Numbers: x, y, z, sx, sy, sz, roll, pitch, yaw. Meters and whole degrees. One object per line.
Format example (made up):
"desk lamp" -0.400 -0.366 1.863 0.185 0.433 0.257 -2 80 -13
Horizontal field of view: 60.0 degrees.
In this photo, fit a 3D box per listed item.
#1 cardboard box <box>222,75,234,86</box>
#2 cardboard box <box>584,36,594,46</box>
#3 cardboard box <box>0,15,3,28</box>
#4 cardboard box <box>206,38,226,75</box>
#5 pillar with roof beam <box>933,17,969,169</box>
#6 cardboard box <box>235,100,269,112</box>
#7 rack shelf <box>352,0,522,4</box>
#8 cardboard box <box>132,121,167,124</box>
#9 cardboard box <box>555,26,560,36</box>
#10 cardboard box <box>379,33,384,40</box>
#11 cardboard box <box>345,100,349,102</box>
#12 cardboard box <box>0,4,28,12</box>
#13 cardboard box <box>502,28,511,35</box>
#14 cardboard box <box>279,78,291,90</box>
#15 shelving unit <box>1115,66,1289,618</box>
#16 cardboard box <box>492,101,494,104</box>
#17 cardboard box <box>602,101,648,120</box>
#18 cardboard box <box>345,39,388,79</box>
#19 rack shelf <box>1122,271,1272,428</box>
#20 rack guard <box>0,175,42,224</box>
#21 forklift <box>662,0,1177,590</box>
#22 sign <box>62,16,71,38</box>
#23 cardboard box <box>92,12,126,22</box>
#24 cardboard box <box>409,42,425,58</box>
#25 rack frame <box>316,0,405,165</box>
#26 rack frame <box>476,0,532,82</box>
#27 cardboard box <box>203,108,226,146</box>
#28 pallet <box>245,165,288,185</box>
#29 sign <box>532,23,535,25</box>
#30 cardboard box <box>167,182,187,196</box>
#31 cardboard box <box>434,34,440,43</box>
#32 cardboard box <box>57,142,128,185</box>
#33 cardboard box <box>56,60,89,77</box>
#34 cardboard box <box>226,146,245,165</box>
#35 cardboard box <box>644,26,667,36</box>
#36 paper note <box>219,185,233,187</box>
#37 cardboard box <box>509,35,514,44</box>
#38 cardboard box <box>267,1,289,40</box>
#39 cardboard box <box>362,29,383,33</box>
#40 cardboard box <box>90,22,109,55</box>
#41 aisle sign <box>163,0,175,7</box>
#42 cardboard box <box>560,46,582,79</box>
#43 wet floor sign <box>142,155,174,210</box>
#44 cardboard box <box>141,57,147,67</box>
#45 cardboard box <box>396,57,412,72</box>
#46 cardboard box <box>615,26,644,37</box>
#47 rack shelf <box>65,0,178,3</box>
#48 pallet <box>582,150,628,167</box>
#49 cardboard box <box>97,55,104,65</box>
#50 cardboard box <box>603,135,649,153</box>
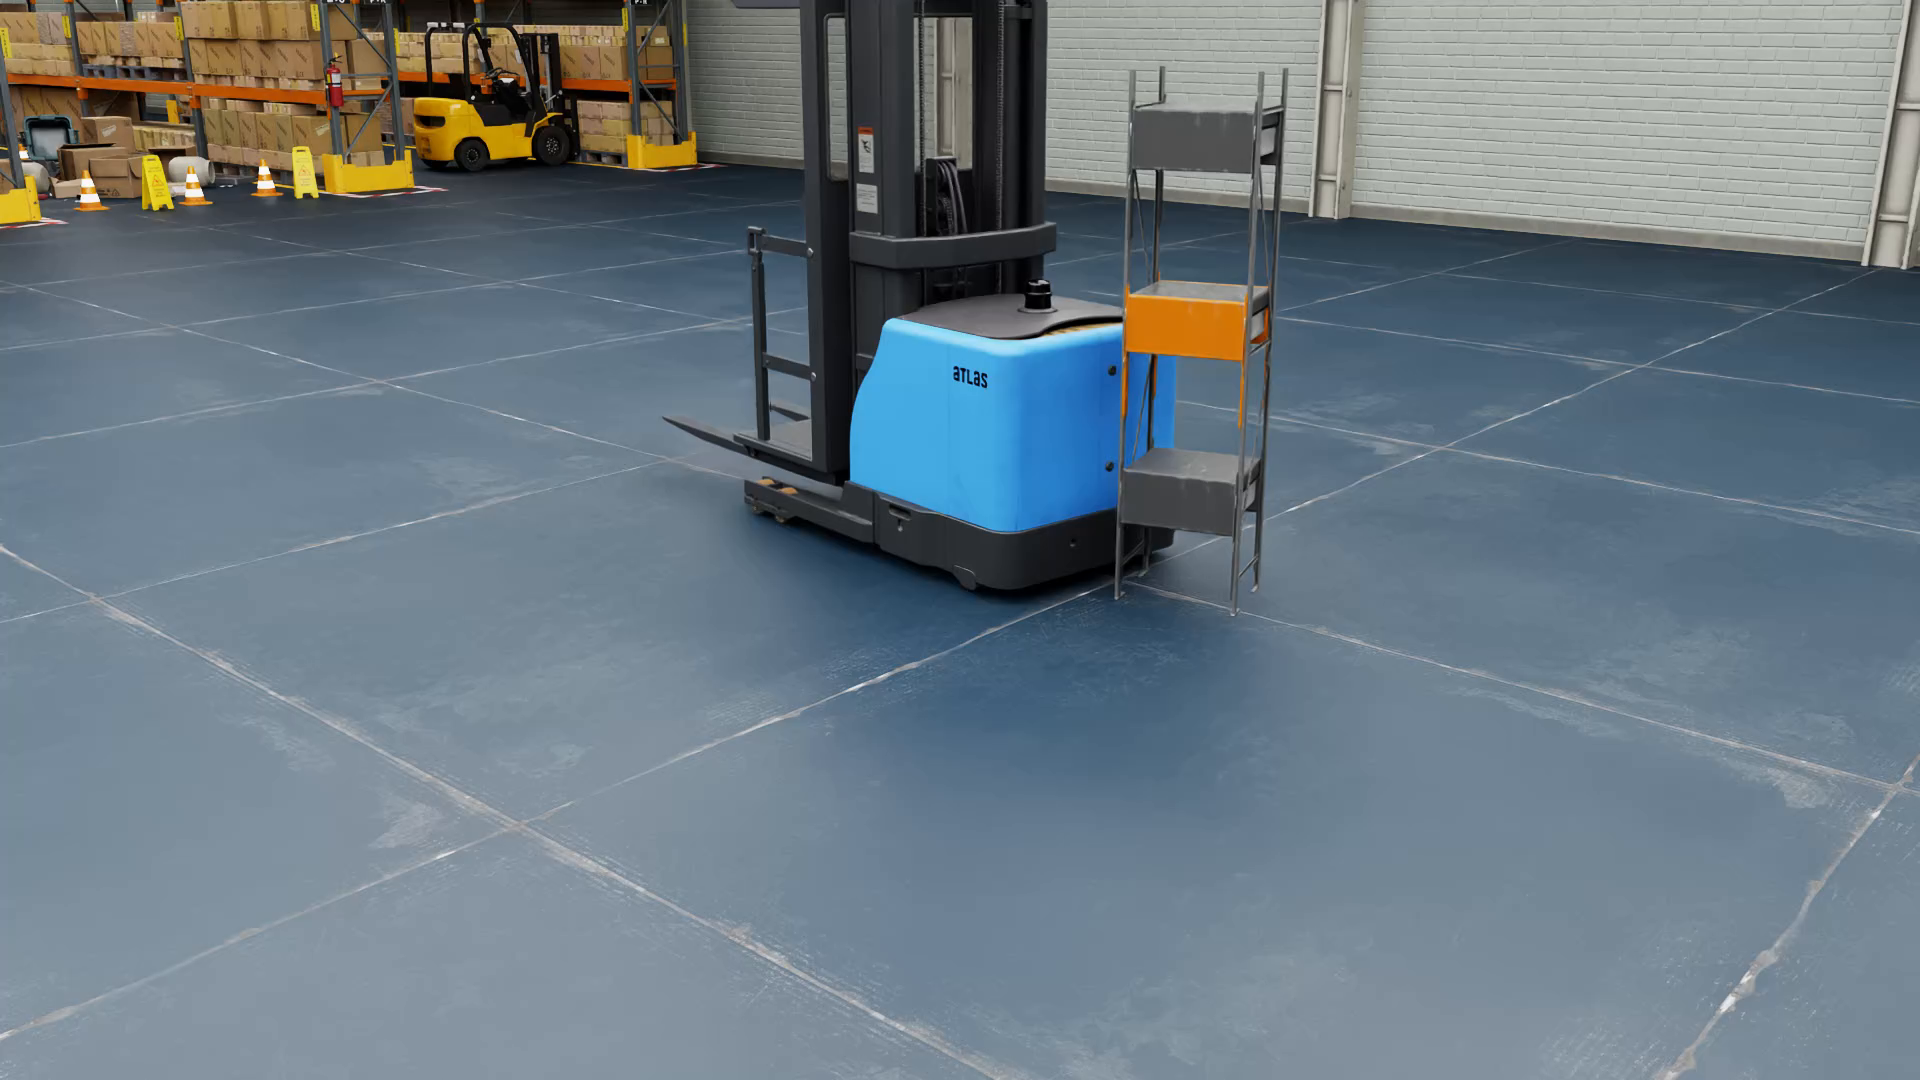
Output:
"cardboard box" -10.343 -6.600 23.865 0.250 0.149 0.380 16 24 41
"cardboard box" -5.673 -7.845 26.135 0.250 0.149 0.380 15 23 39
"cardboard box" -16.416 -8.880 28.815 0.500 0.500 0.500 15 23 39
"cardboard box" -10.435 -6.941 23.867 0.500 0.500 0.500 15 23 39
"pillar with roof beam" -2.978 -8.344 19.026 0.400 9.000 9.100 15 23 39
"cardboard box" -10.065 -6.180 23.666 0.250 0.149 0.380 17 24 42
"rack shelf" -9.174 -9.611 29.166 4.000 0.370 1.077 15 23 39
"cardboard box" -13.545 -6.634 27.205 0.625 0.372 0.950 13 22 36
"cardboard box" -6.245 -8.149 26.600 0.250 0.149 0.380 15 23 40
"cardboard box" -10.217 -9.053 29.940 0.250 0.149 0.380 16 24 41
"cardboard box" -11.432 -8.333 31.276 0.250 0.149 0.380 14 22 36
"cardboard box" -17.017 -9.560 29.887 0.250 0.149 0.380 15 23 38
"cardboard box" -7.369 -8.462 27.586 0.250 0.149 0.380 15 23 40
"cardboard box" -9.053 -6.229 22.696 0.250 0.149 0.380 16 23 40
"shelving unit" 0.943 -0.775 6.579 0.503 2.100 0.431 8 19 23
"cardboard box" -7.524 -7.320 27.917 0.500 0.250 0.500 15 23 38
"cardboard box" -5.237 -6.707 25.986 0.500 0.250 0.500 16 24 41
"cardboard box" -8.148 -6.543 22.612 0.500 0.500 0.500 15 23 38
"rack shelf" 0.944 -0.762 6.583 0.480 0.518 0.431 8 19 23
"rack guard" -11.170 -3.859 18.945 0.348 0.500 1.175 15 23 39
"forklift" -0.385 -1.567 7.703 1.130 2.935 3.031 -14 22 -38
"sign" -14.327 -8.227 26.663 0.005 0.325 0.100 15 23 39
"cardboard box" -14.168 -8.480 27.556 0.500 0.500 0.500 14 22 37
"cardboard box" -9.348 -8.641 29.302 0.500 0.250 0.500 15 23 40
"rack frame" -7.978 -6.195 22.174 0.127 3.000 1.000 15 23 39
"rack frame" -7.678 -8.122 28.246 0.127 3.000 1.000 15 23 39
"cardboard box" -10.707 -6.066 24.378 0.500 0.500 0.500 16 24 42
"pallet" -9.527 -5.298 23.955 1.213 0.211 1.003 15 23 39
"sign" -7.310 -8.699 28.500 0.005 0.325 0.100 15 23 39
"cardboard box" -10.298 -4.643 21.994 0.380 0.149 0.250 -6 18 -18
"cardboard box" -8.873 -8.696 28.816 0.250 0.149 0.380 14 23 38
"cardboard box" -11.677 -5.036 22.424 0.503 0.637 0.797 15 23 39
"cardboard box" -14.512 -7.773 27.393 0.500 0.250 0.500 14 22 37
"cardboard box" -10.301 -5.604 24.162 0.500 0.250 0.500 17 24 42
"cardboard box" -4.795 -7.934 25.922 0.250 0.149 0.380 14 23 38
"paper note" -10.160 -4.907 23.023 0.148 0.019 0.142 7 19 21
"cardboard box" -7.206 -8.258 27.436 0.250 0.149 0.380 15 23 39
"cardboard box" -8.878 -7.018 22.456 0.500 0.500 0.700 15 23 40
"cardboard box" -10.951 -9.312 31.135 0.500 0.500 0.500 16 24 42
"cardboard box" -13.384 -7.946 26.338 0.500 0.500 0.500 17 24 42
"aisle sign" -16.899 -11.718 35.279 0.004 0.787 0.394 15 23 39
"cardboard box" -5.994 -7.615 26.483 0.500 0.500 0.500 14 23 38
"wet floor sign" -9.852 -4.375 20.331 0.232 0.644 0.267 11 20 30
"cardboard box" -12.291 -7.328 25.464 0.250 0.149 0.380 15 23 39
"cardboard box" -9.737 -8.506 29.702 0.500 0.250 0.500 14 22 38
"cardboard box" -5.094 -7.842 25.634 0.250 0.149 0.380 15 23 39
"rack shelf" -12.465 -8.487 25.625 4.000 0.370 1.077 15 23 39
"pallet" -5.286 -6.134 26.591 1.213 0.211 1.003 15 23 39
"cardboard box" -13.478 -7.645 26.463 0.250 0.149 0.380 13 22 36
"cardboard box" -5.247 -6.232 26.140 0.500 0.250 0.500 15 23 40
